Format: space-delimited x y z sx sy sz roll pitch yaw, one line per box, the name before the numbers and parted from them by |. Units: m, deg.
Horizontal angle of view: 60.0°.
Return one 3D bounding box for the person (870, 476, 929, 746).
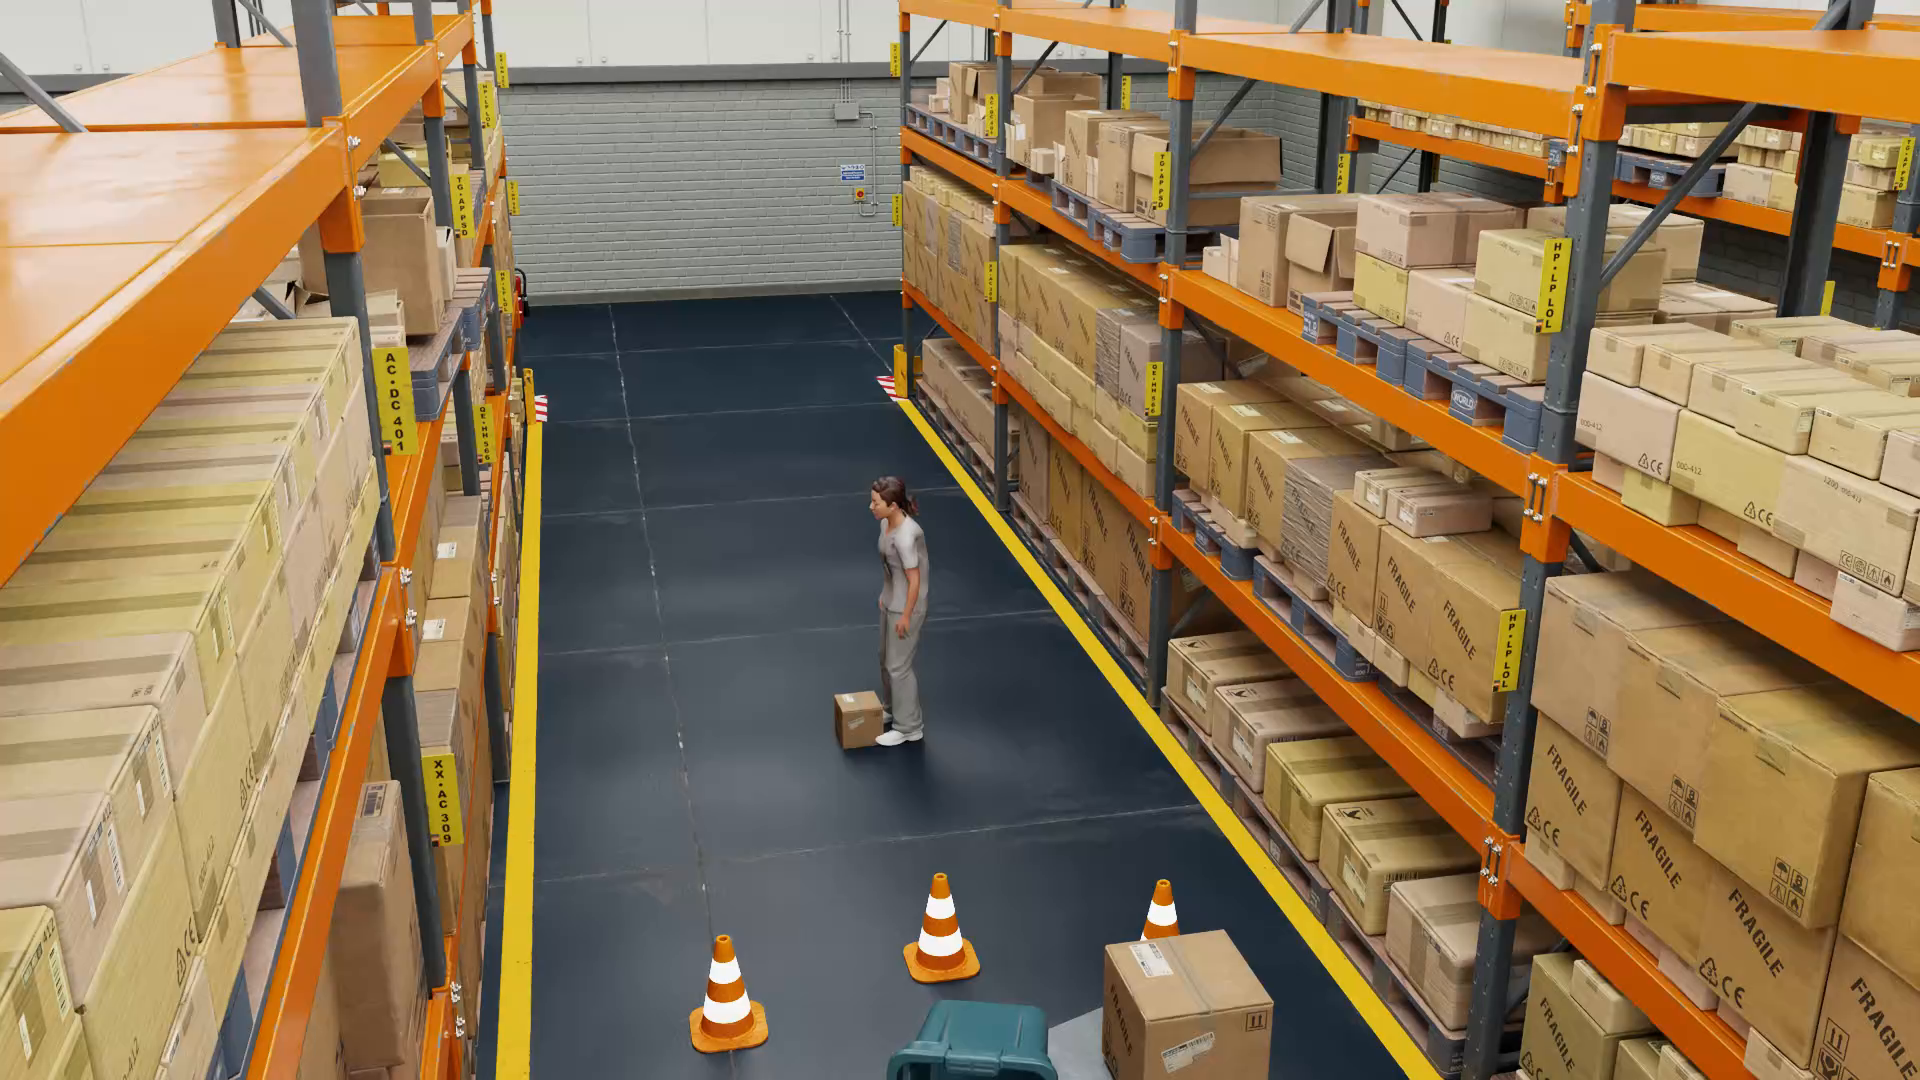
person | -0.375 0.402 9.953 0.360 1.671 0.508 -6 20 -16
